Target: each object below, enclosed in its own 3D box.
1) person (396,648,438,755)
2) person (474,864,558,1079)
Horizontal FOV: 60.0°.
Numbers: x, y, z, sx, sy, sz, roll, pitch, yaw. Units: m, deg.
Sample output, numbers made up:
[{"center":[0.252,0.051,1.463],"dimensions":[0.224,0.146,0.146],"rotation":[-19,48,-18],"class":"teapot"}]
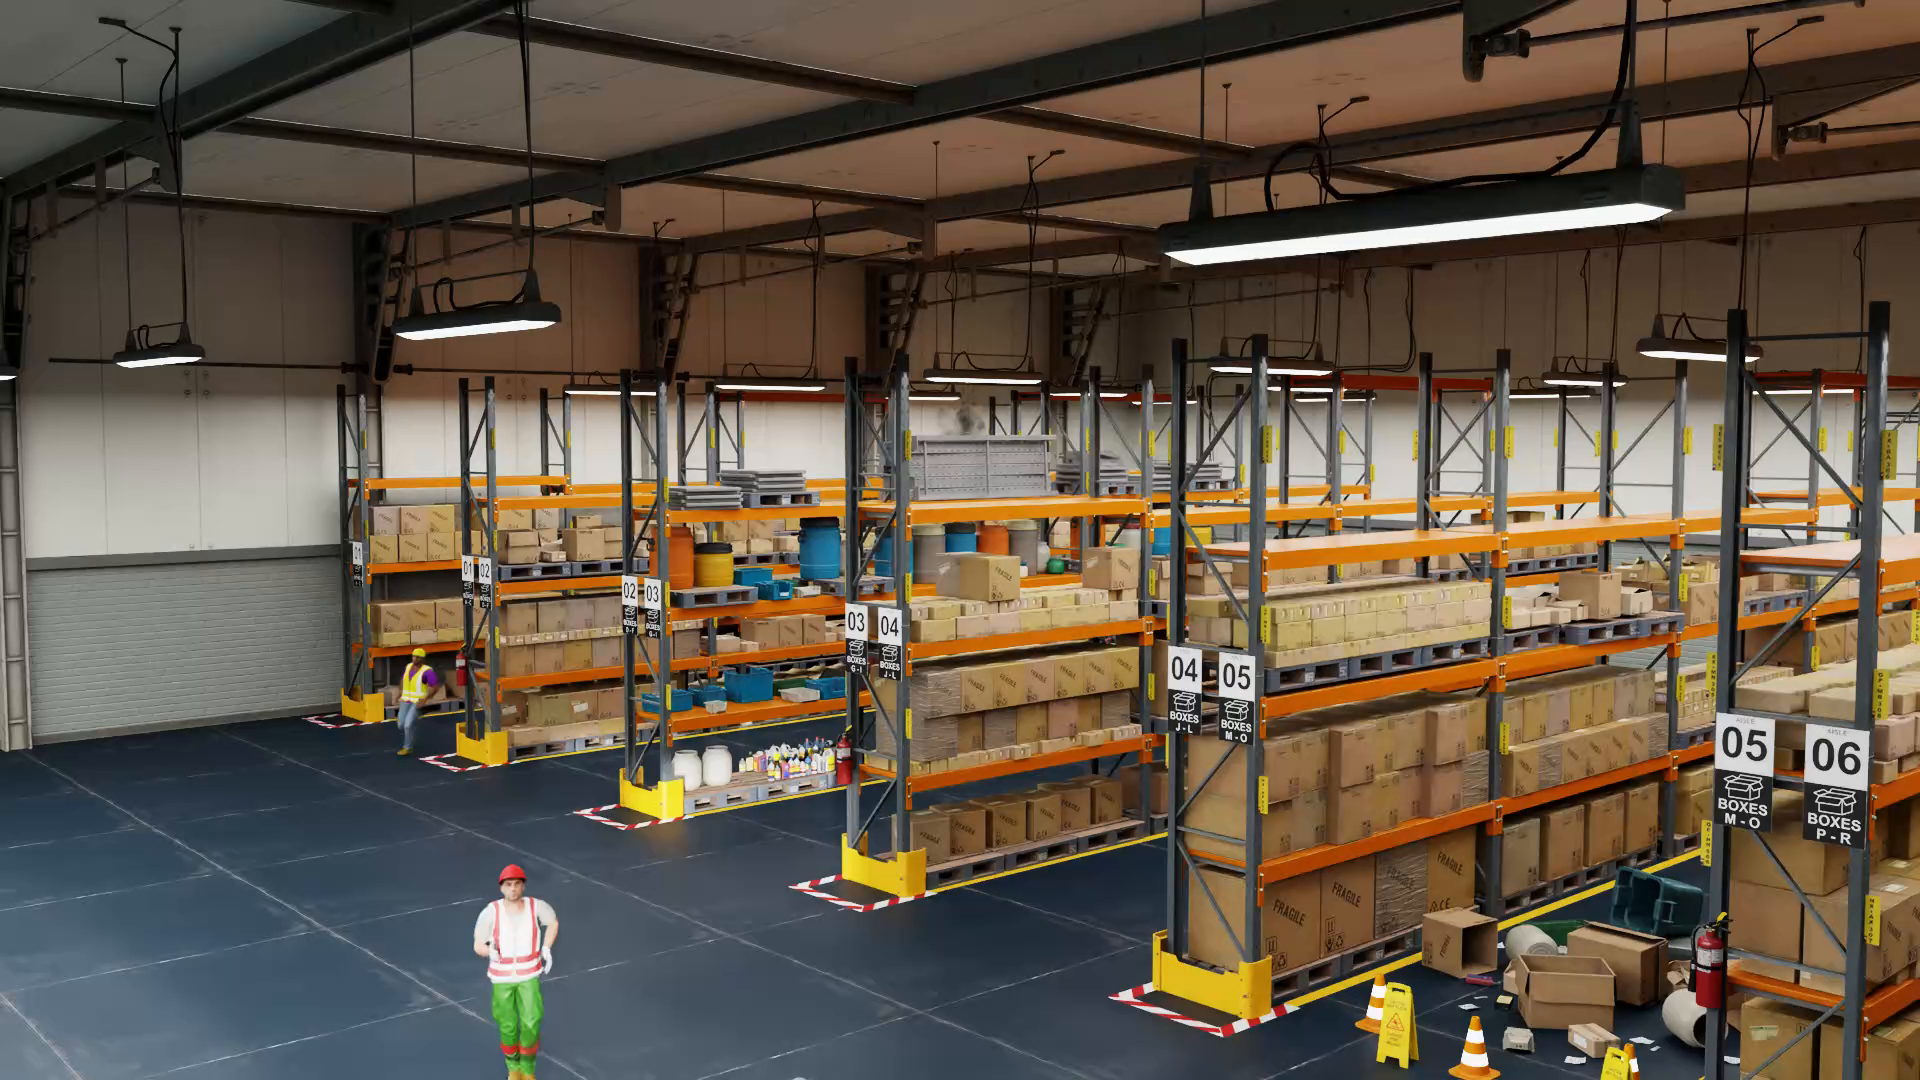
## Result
[{"center":[-8.670,2.566,26.583],"dimensions":[0.743,1.710,0.573],"rotation":[1,4,14],"class":"person"},{"center":[-3.440,3.429,12.900],"dimensions":[0.635,1.809,0.681],"rotation":[-1,4,-13],"class":"person"}]
